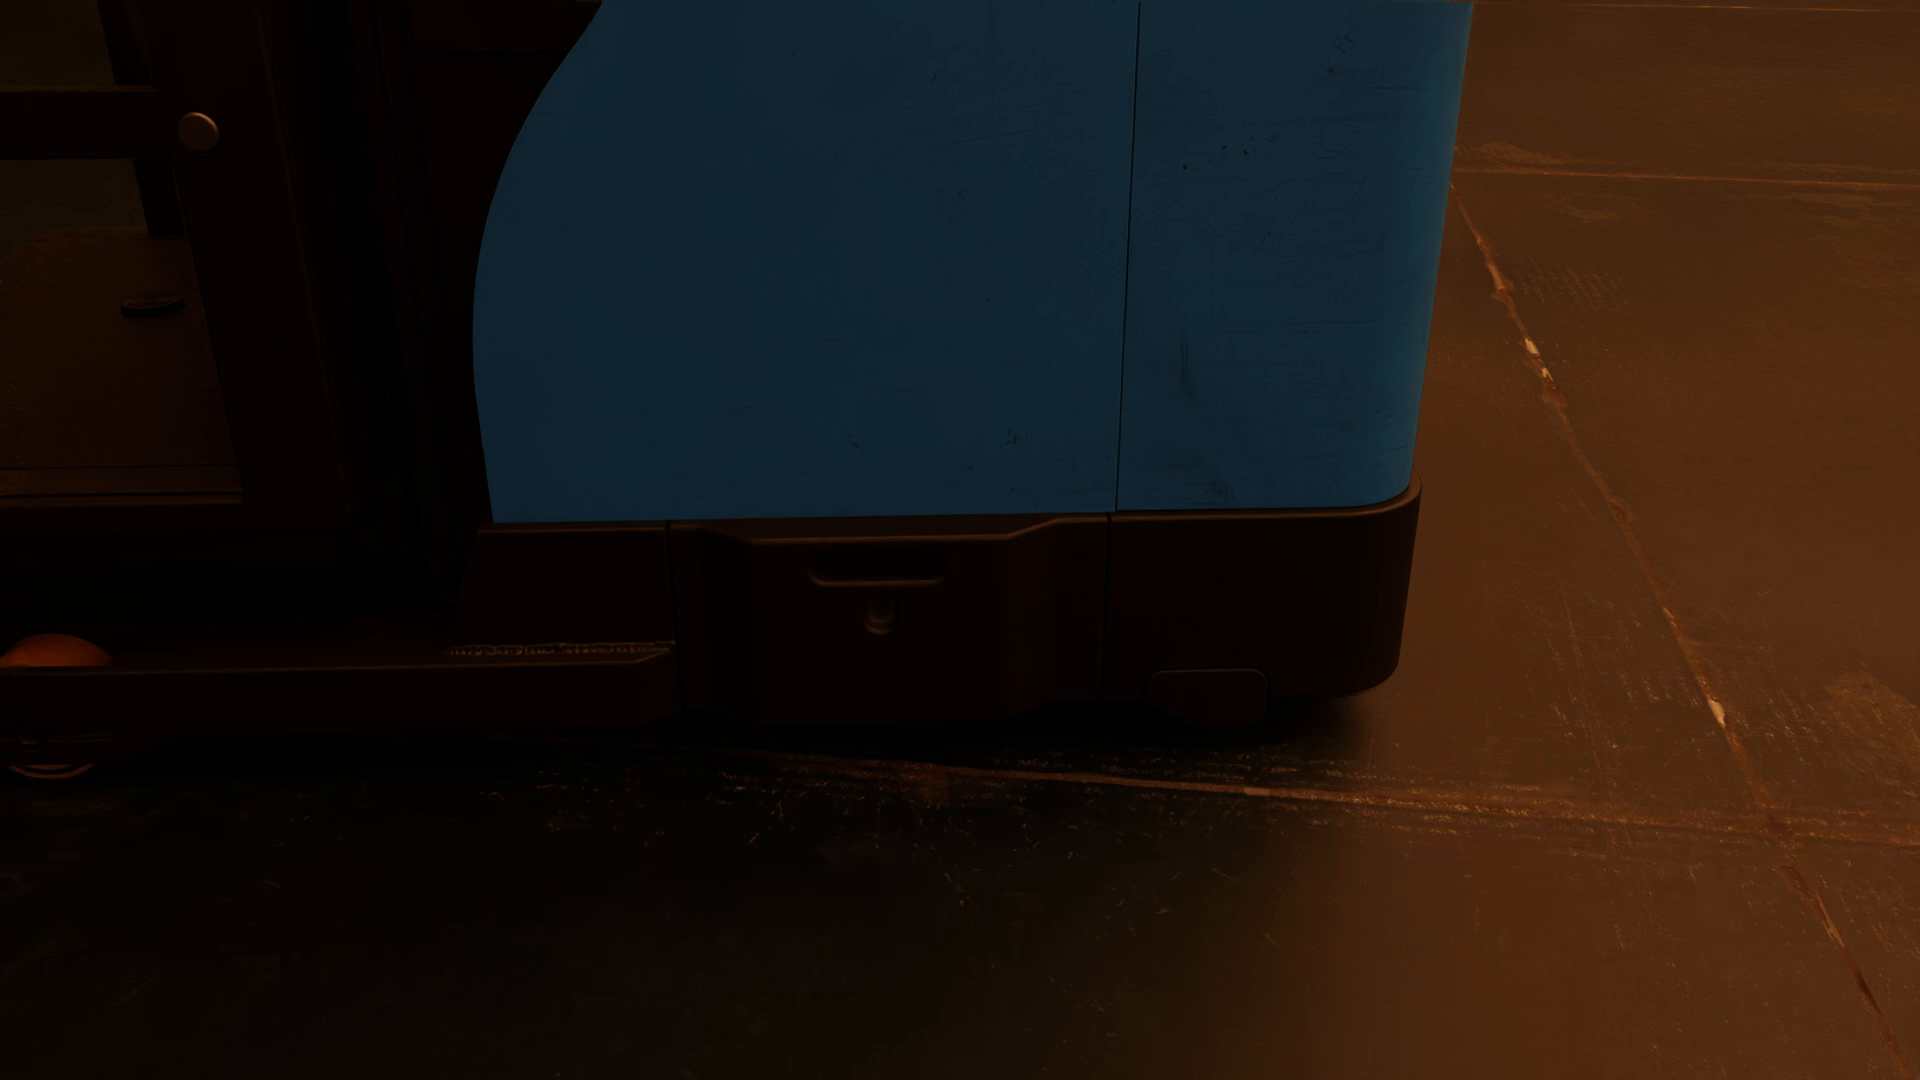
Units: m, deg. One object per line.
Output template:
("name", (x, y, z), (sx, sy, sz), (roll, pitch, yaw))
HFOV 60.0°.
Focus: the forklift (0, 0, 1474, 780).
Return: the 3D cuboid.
("forklift", (-0.990, -1.270, 1.763), (3.031, 2.935, 1.130), (-1, 27, -2))
